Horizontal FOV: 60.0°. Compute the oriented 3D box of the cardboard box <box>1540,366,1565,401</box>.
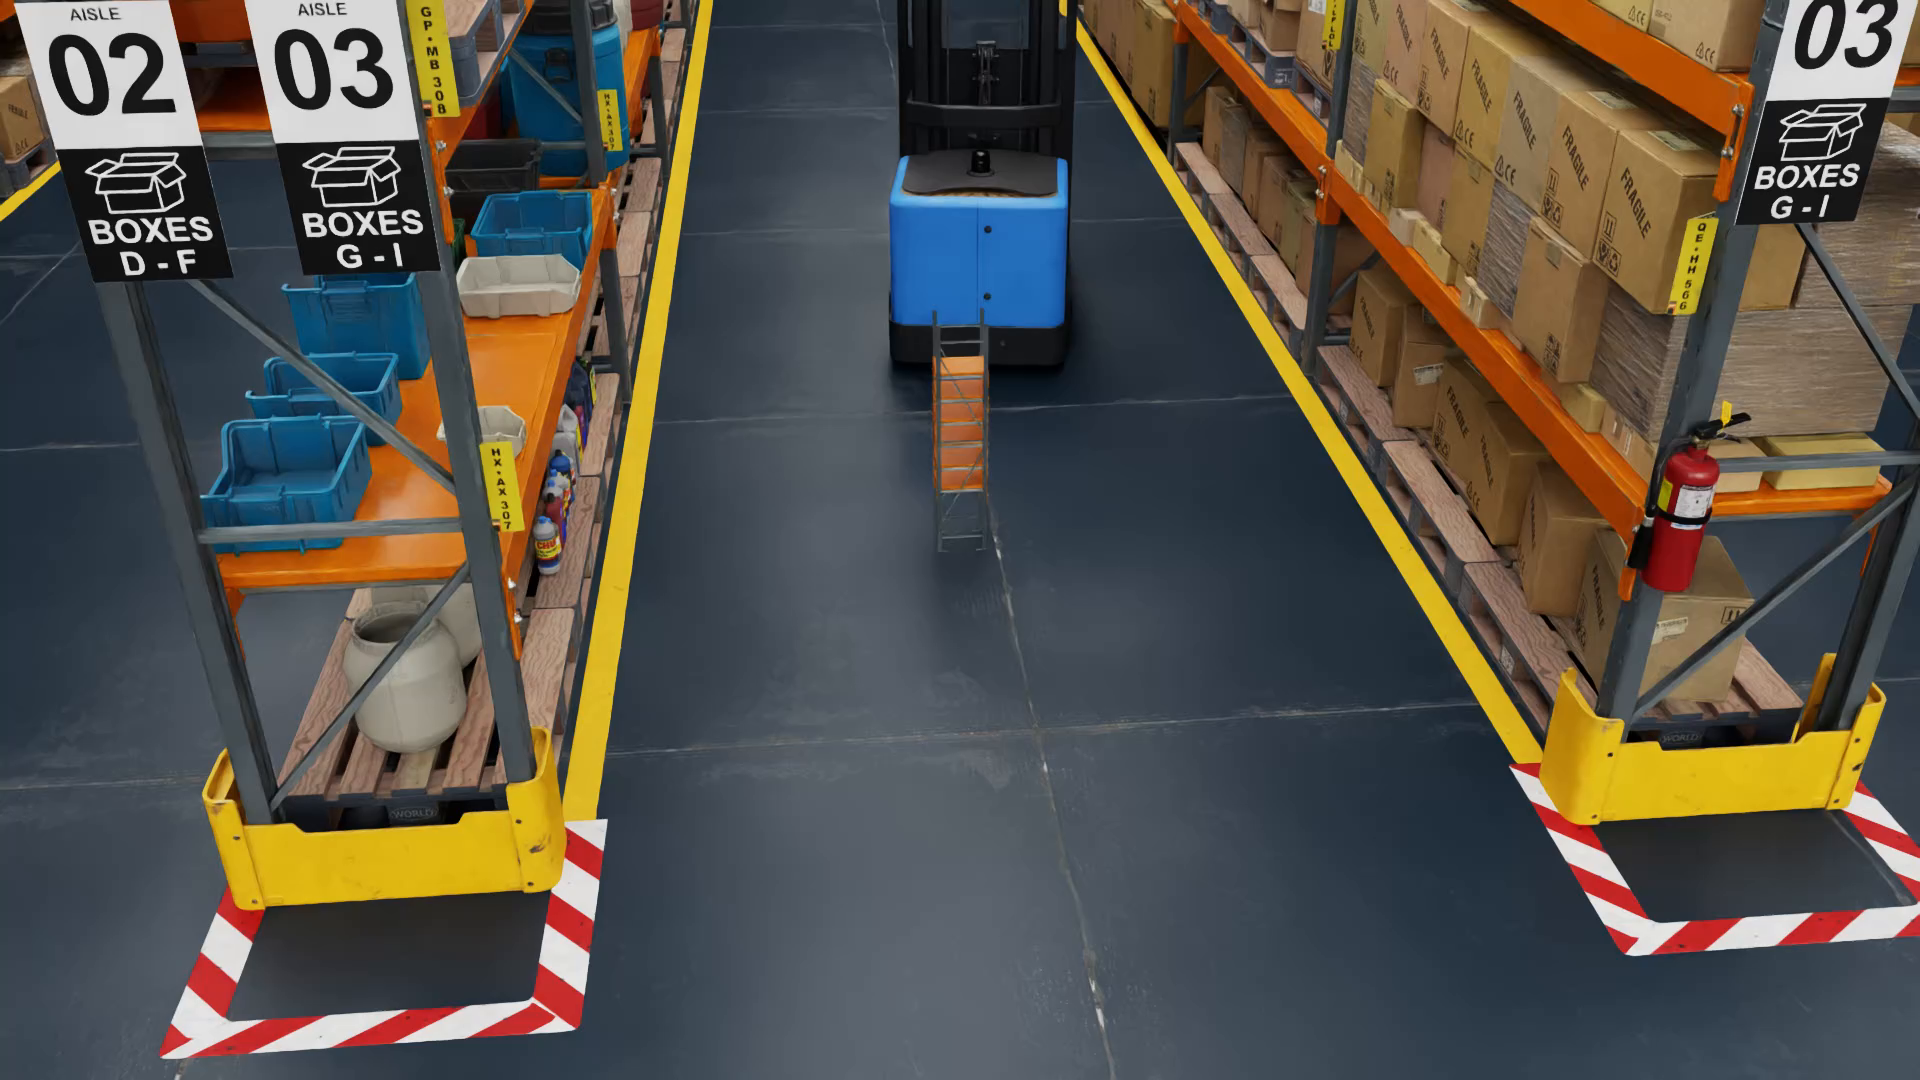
[{"bbox_3d":[2.577,-0.672,6.695,0.380,0.149,0.250,-3,31,-5],"label":"cardboard box"}]

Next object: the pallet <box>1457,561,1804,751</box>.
[{"bbox_3d":[2.867,0.479,7.243,1.003,0.211,1.213,-3,31,-5],"label":"pallet"}]

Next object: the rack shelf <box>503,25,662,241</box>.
[{"bbox_3d":[-2.577,-2.780,10.681,1.077,0.370,4.000,-3,31,-5],"label":"rack shelf"}]

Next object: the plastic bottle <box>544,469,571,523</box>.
[{"bbox_3d":[-1.917,-0.210,7.908,0.097,0.271,0.097,0,31,0],"label":"plastic bottle"}]

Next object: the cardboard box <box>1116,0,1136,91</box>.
[{"bbox_3d":[2.048,-4.425,14.395,1.225,0.875,0.875,-3,31,-4],"label":"cardboard box"}]

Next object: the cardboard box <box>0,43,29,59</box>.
[{"bbox_3d":[-7.551,-3.760,13.629,0.500,0.500,0.500,-3,31,-5],"label":"cardboard box"}]

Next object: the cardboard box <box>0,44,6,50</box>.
[{"bbox_3d":[-8.065,-3.721,13.563,0.500,0.500,0.500,-4,31,-6],"label":"cardboard box"}]

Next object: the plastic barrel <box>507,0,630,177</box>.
[{"bbox_3d":[-2.125,-2.495,9.013,0.600,0.901,0.708,-3,31,-5],"label":"plastic barrel"}]

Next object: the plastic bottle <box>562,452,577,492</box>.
[{"bbox_3d":[-1.946,-0.336,8.187,0.097,0.201,0.097,0,31,0],"label":"plastic bottle"}]

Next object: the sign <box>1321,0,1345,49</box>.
[{"bbox_3d":[1.989,-2.774,8.840,0.100,0.325,0.005,-3,31,-5],"label":"sign"}]

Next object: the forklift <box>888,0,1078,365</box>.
[{"bbox_3d":[0.178,-3.016,10.440,1.130,2.935,3.031,2,31,3],"label":"forklift"}]

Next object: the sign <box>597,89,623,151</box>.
[{"bbox_3d":[-1.842,-2.208,8.751,0.100,0.325,0.005,-3,31,-5],"label":"sign"}]

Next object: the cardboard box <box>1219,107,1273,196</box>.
[{"bbox_3d":[2.314,-2.840,12.088,0.700,0.500,0.500,-5,31,-9],"label":"cardboard box"}]

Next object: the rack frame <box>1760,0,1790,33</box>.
[{"bbox_3d":[2.915,-2.839,4.227,1.000,3.000,0.127,-3,31,-5],"label":"rack frame"}]

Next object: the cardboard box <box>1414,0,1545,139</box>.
[{"bbox_3d":[2.424,-2.153,7.567,0.500,0.500,0.500,-3,31,-5],"label":"cardboard box"}]

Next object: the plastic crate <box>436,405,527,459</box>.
[{"bbox_3d":[-1.780,-0.385,6.227,0.298,0.136,0.250,-3,31,-5],"label":"plastic crate"}]

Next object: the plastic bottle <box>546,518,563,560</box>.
[{"bbox_3d":[-1.886,-0.007,7.636,0.097,0.201,0.097,0,31,0],"label":"plastic bottle"}]

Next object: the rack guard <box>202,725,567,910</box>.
[{"bbox_3d":[-2.071,1.011,6.070,1.175,0.500,0.348,-3,31,-5],"label":"rack guard"}]

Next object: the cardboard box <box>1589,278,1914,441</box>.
[{"bbox_3d":[2.890,-0.716,6.136,0.875,0.500,0.500,-3,31,-5],"label":"cardboard box"}]

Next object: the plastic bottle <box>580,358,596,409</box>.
[{"bbox_3d":[-2.017,-0.861,8.986,0.061,0.283,0.133,-1,31,-2],"label":"plastic bottle"}]

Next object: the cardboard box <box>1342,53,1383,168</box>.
[{"bbox_3d":[2.521,-2.243,8.693,0.875,0.500,0.500,-3,31,-5],"label":"cardboard box"}]

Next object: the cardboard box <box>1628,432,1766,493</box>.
[{"bbox_3d":[2.682,-0.291,6.057,0.380,0.149,0.250,-3,31,-5],"label":"cardboard box"}]

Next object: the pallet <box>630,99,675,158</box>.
[{"bbox_3d":[-2.879,-3.314,13.592,1.003,0.211,1.213,-3,31,-5],"label":"pallet"}]

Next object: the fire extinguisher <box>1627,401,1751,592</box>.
[{"bbox_3d":[2.466,-0.149,5.651,0.296,0.674,0.183,-3,31,-5],"label":"fire extinguisher"}]

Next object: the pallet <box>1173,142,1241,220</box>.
[{"bbox_3d":[2.239,-2.751,12.651,1.003,0.211,1.213,-3,31,-5],"label":"pallet"}]

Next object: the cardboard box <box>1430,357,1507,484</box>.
[{"bbox_3d":[2.736,-0.601,8.359,0.500,0.500,0.500,-5,31,-9],"label":"cardboard box"}]

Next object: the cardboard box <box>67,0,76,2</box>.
[{"bbox_3d":[-8.267,-4.774,15.326,0.500,0.500,0.500,-4,31,-7],"label":"cardboard box"}]

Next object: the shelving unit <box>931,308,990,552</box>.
[{"bbox_3d":[0.001,-0.508,7.930,0.258,1.200,0.189,-3,31,-5],"label":"shelving unit"}]

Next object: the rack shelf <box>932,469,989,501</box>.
[{"bbox_3d":[0.001,-0.264,8.076,0.258,0.103,0.180,-3,31,-5],"label":"rack shelf"}]

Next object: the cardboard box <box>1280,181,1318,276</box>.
[{"bbox_3d":[2.479,-1.980,10.648,0.700,0.500,0.500,-3,31,-5],"label":"cardboard box"}]

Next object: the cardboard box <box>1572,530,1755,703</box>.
[{"bbox_3d":[2.873,0.310,6.834,0.500,0.500,0.500,3,31,5],"label":"cardboard box"}]

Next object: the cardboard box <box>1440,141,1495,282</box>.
[{"bbox_3d":[2.686,-1.479,7.413,0.875,0.500,0.500,-3,31,-5],"label":"cardboard box"}]

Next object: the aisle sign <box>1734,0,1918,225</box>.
[{"bbox_3d":[2.622,-1.333,5.022,0.394,0.787,0.004,-3,31,-5],"label":"aisle sign"}]

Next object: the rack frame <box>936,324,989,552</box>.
[{"bbox_3d":[0.010,-0.461,7.852,0.240,1.200,0.006,-3,31,-5],"label":"rack frame"}]

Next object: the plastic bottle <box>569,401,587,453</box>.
[{"bbox_3d":[-1.969,-0.597,8.544,0.061,0.283,0.133,-1,31,-1],"label":"plastic bottle"}]

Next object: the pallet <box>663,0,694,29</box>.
[{"bbox_3d":[-3.245,-5.329,16.966,1.003,0.211,1.213,-3,31,-5],"label":"pallet"}]

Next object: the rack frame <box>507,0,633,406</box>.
[{"bbox_3d":[-2.390,-2.068,8.787,1.000,3.000,0.127,-3,31,-5],"label":"rack frame"}]

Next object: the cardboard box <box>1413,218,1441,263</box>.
[{"bbox_3d":[2.403,-1.436,7.975,0.380,0.149,0.250,-3,31,-5],"label":"cardboard box"}]

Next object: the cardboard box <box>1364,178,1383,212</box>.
[{"bbox_3d":[2.323,-1.819,8.615,0.380,0.149,0.250,-3,31,-5],"label":"cardboard box"}]

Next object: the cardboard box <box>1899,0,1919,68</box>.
[{"bbox_3d":[3.127,-1.745,5.467,0.500,0.250,0.500,-2,31,-3],"label":"cardboard box"}]

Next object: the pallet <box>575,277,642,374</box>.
[{"bbox_3d":[-2.502,-1.270,10.170,1.003,0.211,1.213,-3,31,-5],"label":"pallet"}]

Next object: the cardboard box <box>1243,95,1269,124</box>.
[{"bbox_3d":[2.319,-3.174,11.917,0.500,0.250,0.500,1,31,1],"label":"cardboard box"}]

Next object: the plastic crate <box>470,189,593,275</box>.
[{"bbox_3d":[-2.017,-1.452,7.901,0.499,0.251,0.616,-3,31,-5],"label":"plastic crate"}]

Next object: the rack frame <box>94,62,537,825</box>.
[{"bbox_3d":[-2.017,-0.026,5.368,1.000,3.000,0.127,-3,31,-5],"label":"rack frame"}]

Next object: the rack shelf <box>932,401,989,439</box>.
[{"bbox_3d":[0.001,-0.573,7.891,0.258,0.103,0.180,-3,31,-5],"label":"rack shelf"}]

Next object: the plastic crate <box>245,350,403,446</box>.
[{"bbox_3d":[-2.416,-0.535,6.366,0.499,0.251,0.408,-3,31,-5],"label":"plastic crate"}]

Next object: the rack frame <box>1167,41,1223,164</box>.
[{"bbox_3d":[2.167,-4.348,12.604,1.000,3.000,0.127,-3,31,-5],"label":"rack frame"}]

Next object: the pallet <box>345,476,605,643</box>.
[{"bbox_3d":[-2.252,0.098,7.880,1.003,0.211,1.213,-3,31,-5],"label":"pallet"}]

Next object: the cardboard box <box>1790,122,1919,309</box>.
[{"bbox_3d":[3.134,-1.157,5.899,0.500,0.500,0.500,-3,31,-5],"label":"cardboard box"}]

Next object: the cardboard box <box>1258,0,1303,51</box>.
[{"bbox_3d":[2.287,-3.411,10.525,0.797,0.503,0.637,0,31,0],"label":"cardboard box"}]

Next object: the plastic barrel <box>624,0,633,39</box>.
[{"bbox_3d":[-2.455,-3.643,11.315,0.421,0.512,0.421,0,31,0],"label":"plastic barrel"}]

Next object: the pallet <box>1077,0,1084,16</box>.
[{"bbox_3d":[1.800,-5.585,17.394,1.003,0.211,1.213,-3,31,-5],"label":"pallet"}]

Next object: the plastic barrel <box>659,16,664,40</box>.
[{"bbox_3d":[-3.104,-5.153,15.589,0.600,0.901,0.708,-3,31,-5],"label":"plastic barrel"}]

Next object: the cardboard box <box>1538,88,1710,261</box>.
[{"bbox_3d":[2.565,-1.387,6.284,0.500,0.500,0.500,-3,31,-5],"label":"cardboard box"}]

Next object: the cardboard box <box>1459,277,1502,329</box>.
[{"bbox_3d":[2.438,-1.052,7.331,0.380,0.149,0.250,-3,31,-5],"label":"cardboard box"}]

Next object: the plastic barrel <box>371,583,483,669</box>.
[{"bbox_3d":[-2.201,0.274,6.883,0.421,0.512,0.421,0,31,0],"label":"plastic barrel"}]

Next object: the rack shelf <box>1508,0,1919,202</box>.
[{"bbox_3d":[2.728,-2.263,6.890,1.077,0.370,4.000,-3,31,-5],"label":"rack shelf"}]

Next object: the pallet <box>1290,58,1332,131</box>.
[{"bbox_3d":[2.614,-2.620,9.899,1.003,0.211,1.213,-3,31,-5],"label":"pallet"}]

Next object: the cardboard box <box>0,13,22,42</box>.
[{"bbox_3d":[-8.127,-4.330,13.851,0.500,0.250,0.500,-3,31,-6],"label":"cardboard box"}]
